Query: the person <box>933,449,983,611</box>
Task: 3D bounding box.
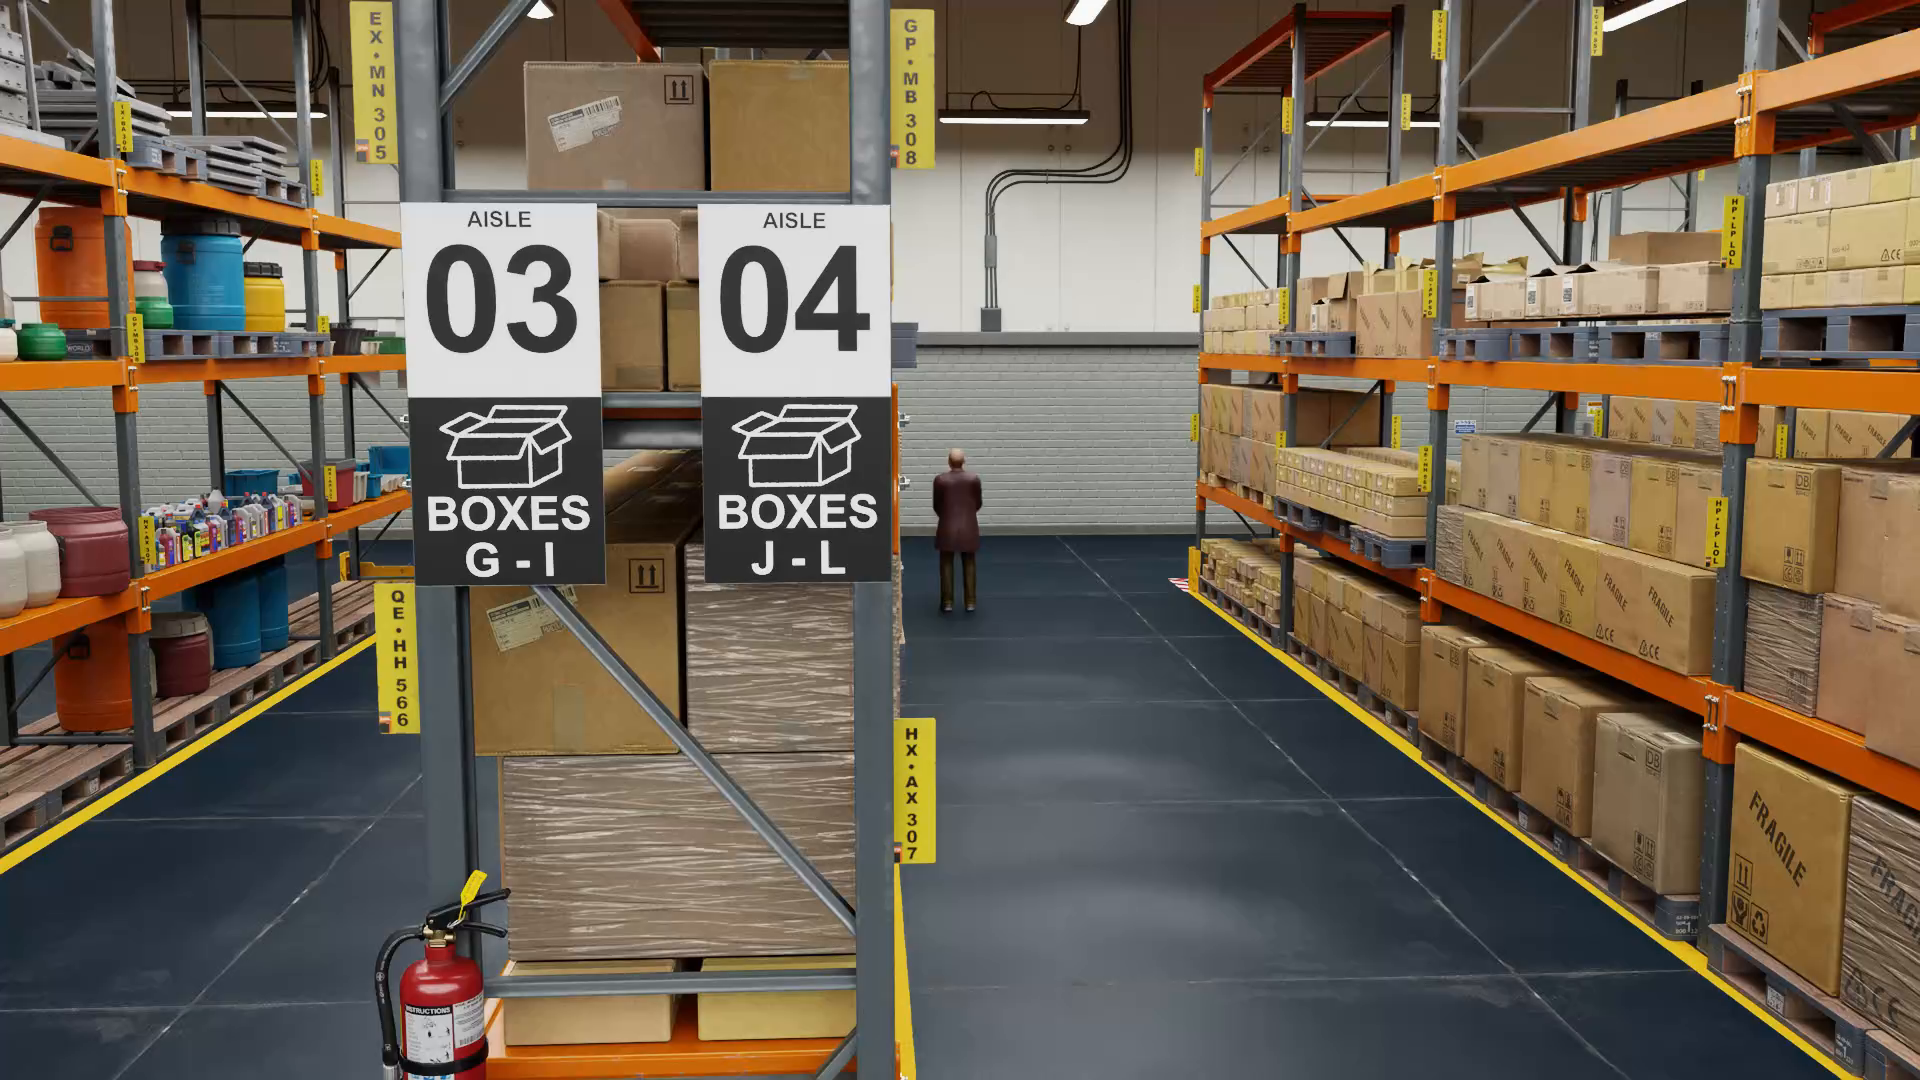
[{"bbox_3d":[-0.034,-0.126,18.345,0.548,1.780,0.535,0,7,-4],"label":"person"}]
